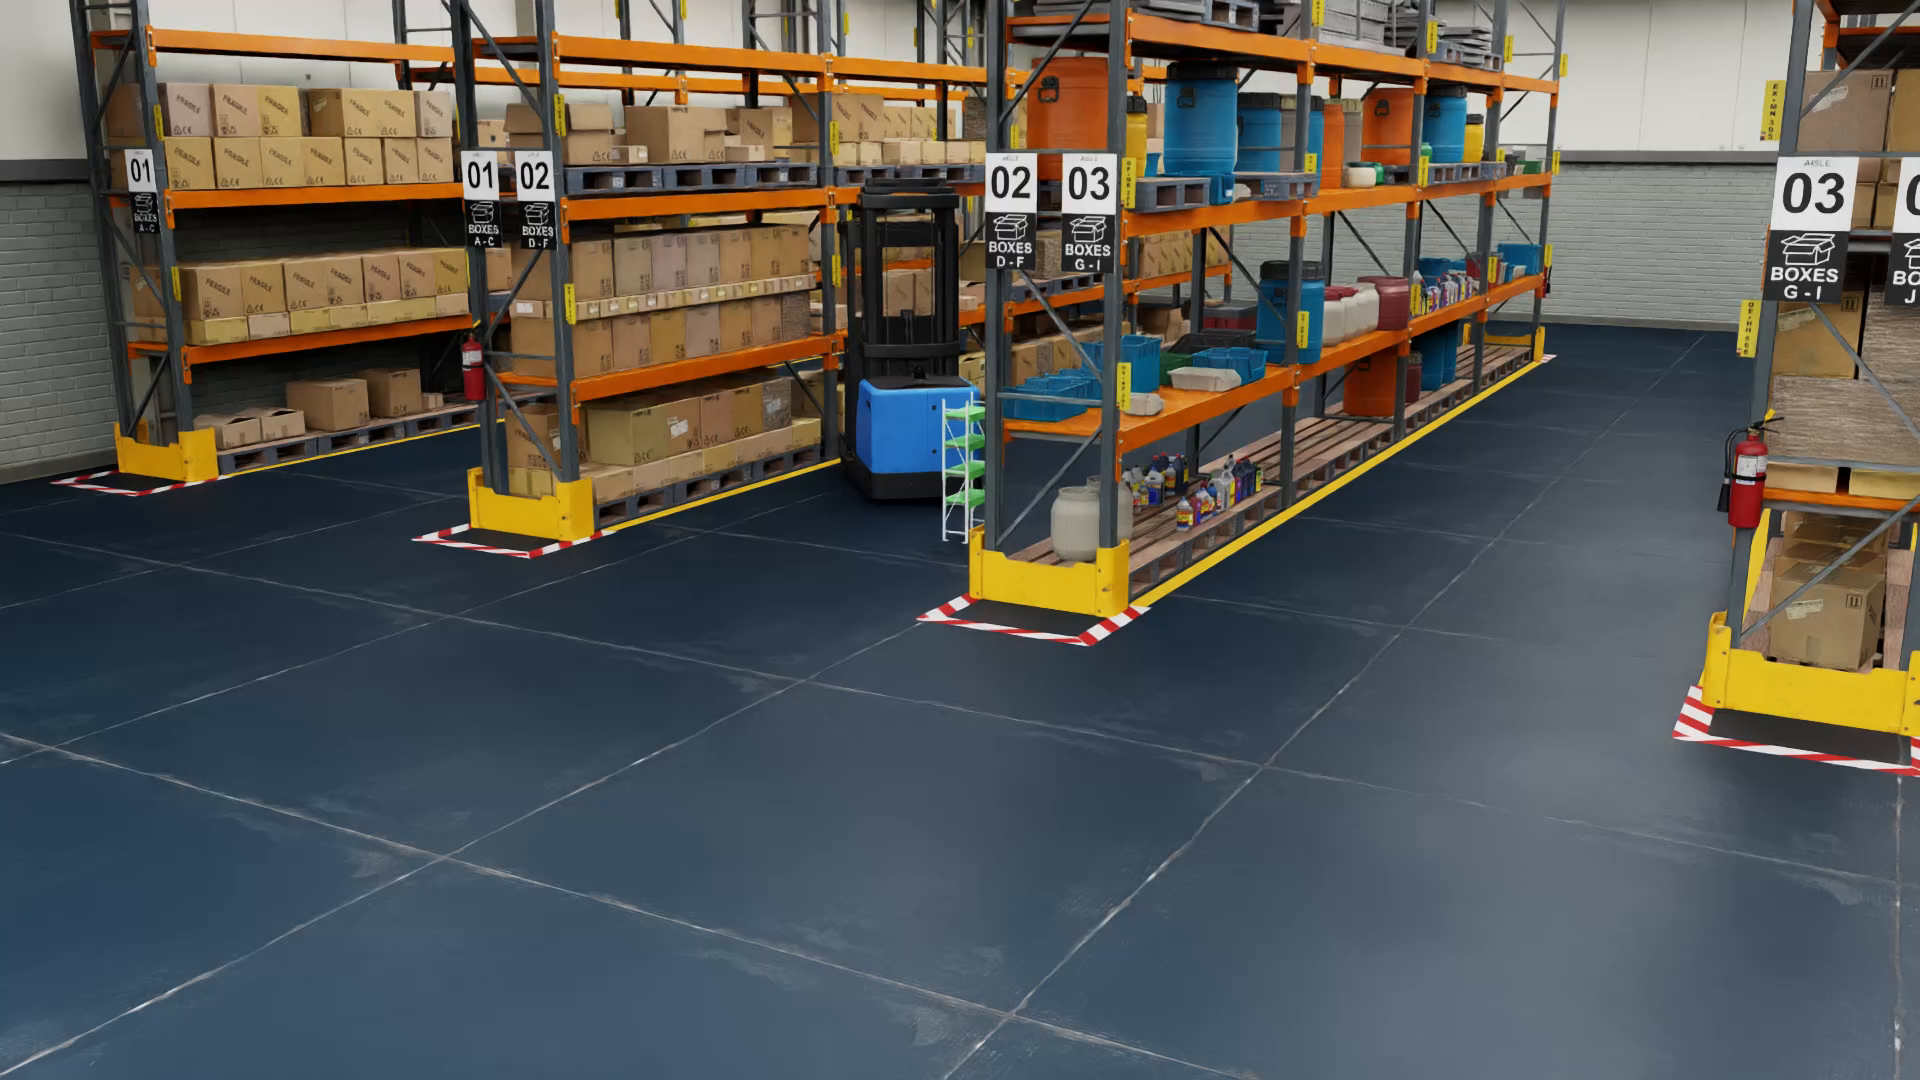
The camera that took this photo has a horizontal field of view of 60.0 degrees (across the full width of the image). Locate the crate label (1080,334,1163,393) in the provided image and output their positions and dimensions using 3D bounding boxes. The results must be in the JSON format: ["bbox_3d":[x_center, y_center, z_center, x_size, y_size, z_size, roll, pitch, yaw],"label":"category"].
[{"bbox_3d":[1.298,-1.411,13.410,0.502,0.435,0.616,7,15,28],"label":"crate label"}]

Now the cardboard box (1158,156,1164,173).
[{"bbox_3d":[2.809,-5.569,24.651,0.500,0.250,0.500,7,15,28],"label":"cardboard box"}]

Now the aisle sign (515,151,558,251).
[{"bbox_3d":[-3.452,-2.763,13.547,0.394,0.787,0.004,7,15,28],"label":"aisle sign"}]

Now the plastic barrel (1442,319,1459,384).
[{"bbox_3d":[6.169,-2.522,21.675,0.600,0.901,0.708,7,15,28],"label":"plastic barrel"}]

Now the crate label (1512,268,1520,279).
[{"bbox_3d":[7.878,-3.863,24.093,0.396,0.136,0.243,7,15,28],"label":"crate label"}]

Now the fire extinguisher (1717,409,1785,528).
[{"bbox_3d":[4.522,-0.415,9.521,0.296,0.674,0.183,7,15,28],"label":"fire extinguisher"}]

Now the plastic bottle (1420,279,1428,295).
[{"bbox_3d":[5.558,-2.961,20.022,0.144,0.351,0.185,7,15,28],"label":"plastic bottle"}]

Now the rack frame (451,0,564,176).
[{"bbox_3d":[-3.689,-4.464,13.349,1.000,3.000,0.127,7,15,28],"label":"rack frame"}]

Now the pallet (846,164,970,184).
[{"bbox_3d":[-0.609,-4.176,18.958,1.003,0.211,1.213,8,16,31],"label":"pallet"}]

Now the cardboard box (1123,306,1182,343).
[{"bbox_3d":[3.016,-3.396,26.106,0.797,0.503,0.637,7,15,28],"label":"cardboard box"}]

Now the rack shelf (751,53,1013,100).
[{"bbox_3d":[-0.788,-5.151,18.586,1.077,0.370,4.000,7,15,28],"label":"rack shelf"}]

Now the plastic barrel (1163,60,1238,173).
[{"bbox_3d":[2.004,-3.520,13.869,0.600,0.901,0.708,7,15,28],"label":"plastic barrel"}]

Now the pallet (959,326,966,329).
[{"bbox_3d":[-0.610,-3.862,29.602,1.003,0.211,1.213,7,15,28],"label":"pallet"}]

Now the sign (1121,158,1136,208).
[{"bbox_3d":[1.125,-2.385,11.106,0.100,0.325,0.005,7,15,28],"label":"sign"}]

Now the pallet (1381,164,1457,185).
[{"bbox_3d":[4.968,-4.139,18.804,1.003,0.211,1.213,7,15,28],"label":"pallet"}]

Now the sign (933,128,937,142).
[{"bbox_3d":[-0.295,-4.960,20.705,0.100,0.325,0.005,7,15,28],"label":"sign"}]

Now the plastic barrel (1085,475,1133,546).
[{"bbox_3d":[1.139,-0.227,12.986,0.421,0.512,0.421,0,14,0],"label":"plastic barrel"}]

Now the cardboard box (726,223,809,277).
[{"bbox_3d":[-1.964,-2.956,16.912,0.700,0.500,0.500,7,15,28],"label":"cardboard box"}]

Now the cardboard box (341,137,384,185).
[{"bbox_3d":[-6.611,-4.093,17.955,0.500,0.500,0.500,7,15,26],"label":"cardboard box"}]

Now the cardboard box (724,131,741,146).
[{"bbox_3d":[-2.490,-3.871,16.285,0.500,0.311,0.500,6,15,25],"label":"cardboard box"}]

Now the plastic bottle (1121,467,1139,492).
[{"bbox_3d":[1.439,-0.449,14.211,0.144,0.351,0.185,8,16,30],"label":"plastic bottle"}]

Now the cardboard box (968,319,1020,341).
[{"bbox_3d":[0.449,-2.782,21.970,0.500,0.250,0.500,8,16,30],"label":"cardboard box"}]

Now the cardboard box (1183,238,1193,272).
[{"bbox_3d":[3.330,-4.444,25.853,0.500,0.500,0.500,7,15,27],"label":"cardboard box"}]

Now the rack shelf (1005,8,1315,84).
[{"bbox_3d":[1.612,-3.768,12.851,1.077,0.370,4.000,7,15,28],"label":"rack shelf"}]

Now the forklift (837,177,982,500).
[{"bbox_3d":[-0.605,-2.096,16.474,1.130,2.935,3.031,-3,14,-12],"label":"forklift"}]

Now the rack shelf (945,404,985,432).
[{"bbox_3d":[0.080,-1.022,13.936,0.258,0.148,0.480,7,15,28],"label":"rack shelf"}]

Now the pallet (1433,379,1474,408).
[{"bbox_3d":[6.037,-1.938,21.623,1.003,0.211,1.213,7,15,28],"label":"pallet"}]

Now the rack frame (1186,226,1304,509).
[{"bbox_3d":[2.579,-1.806,15.125,1.000,3.000,0.127,7,15,28],"label":"rack frame"}]

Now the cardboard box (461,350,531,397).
[{"bbox_3d":[-5.752,-2.080,20.656,0.700,0.500,0.500,8,16,30],"label":"cardboard box"}]

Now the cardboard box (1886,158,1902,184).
[{"bbox_3d":[5.317,-2.034,9.138,0.380,0.149,0.250,7,15,28],"label":"cardboard box"}]

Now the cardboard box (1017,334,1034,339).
[{"bbox_3d":[0.676,-2.512,22.448,0.500,0.500,0.500,7,15,26],"label":"cardboard box"}]

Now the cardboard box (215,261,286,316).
[{"bbox_3d":[-7.285,-2.573,16.985,0.500,0.500,0.500,7,15,28],"label":"cardboard box"}]

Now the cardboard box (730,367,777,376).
[{"bbox_3d":[-2.253,-1.540,17.394,0.500,0.500,0.500,7,15,28],"label":"cardboard box"}]

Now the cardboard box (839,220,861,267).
[{"bbox_3d":[-1.949,-4.825,27.008,0.980,0.700,0.700,8,16,29],"label":"cardboard box"}]

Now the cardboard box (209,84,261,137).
[{"bbox_3d":[-7.341,-4.259,16.511,0.500,0.500,0.500,7,15,27],"label":"cardboard box"}]

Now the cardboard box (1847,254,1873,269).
[{"bbox_3d":[6.475,-1.861,12.370,0.500,0.500,0.500,7,15,28],"label":"cardboard box"}]

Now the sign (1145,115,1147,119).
[{"bbox_3d":[2.600,-5.848,23.548,0.100,0.325,0.005,7,15,28],"label":"sign"}]

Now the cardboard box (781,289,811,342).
[{"bbox_3d":[-1.964,-2.325,17.064,0.700,0.500,0.500,7,15,27],"label":"cardboard box"}]

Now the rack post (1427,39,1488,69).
[{"bbox_3d":[5.579,-5.691,19.506,0.937,0.300,0.954,9,16,34],"label":"rack post"}]

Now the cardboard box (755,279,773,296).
[{"bbox_3d":[-2.071,-2.493,16.379,0.380,0.149,0.250,7,15,28],"label":"cardboard box"}]

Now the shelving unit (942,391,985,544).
[{"bbox_3d":[0.080,-0.617,14.034,0.258,1.200,0.503,7,15,28],"label":"shelving unit"}]

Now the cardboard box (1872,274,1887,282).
[{"bbox_3d":[5.974,-1.390,10.418,0.500,0.500,0.500,7,15,28],"label":"cardboard box"}]

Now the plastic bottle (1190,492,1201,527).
[{"bbox_3d":[1.920,-0.260,13.568,0.061,0.283,0.133,8,16,29],"label":"plastic bottle"}]

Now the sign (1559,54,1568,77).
[{"bbox_3d":[8.870,-6.969,24.427,0.100,0.325,0.005,7,15,28],"label":"sign"}]

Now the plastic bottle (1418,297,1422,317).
[{"bbox_3d":[5.229,-2.714,19.154,0.152,0.276,0.135,7,15,28],"label":"plastic bottle"}]

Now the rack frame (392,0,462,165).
[{"bbox_3d":[-6.093,-5.845,19.078,1.000,3.000,0.127,7,15,28],"label":"rack frame"}]

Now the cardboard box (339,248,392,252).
[{"bbox_3d":[-6.757,-3.051,18.968,0.500,0.500,0.500,7,15,28],"label":"cardboard box"}]

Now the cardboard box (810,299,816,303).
[{"bbox_3d":[-1.491,-2.504,18.306,0.396,0.266,0.258,7,15,27],"label":"cardboard box"}]

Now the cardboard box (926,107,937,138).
[{"bbox_3d":[-0.659,-7.111,28.338,0.500,0.500,0.500,8,16,30],"label":"cardboard box"}]

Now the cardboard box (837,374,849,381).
[{"bbox_3d":[-1.091,-1.667,18.321,0.500,0.311,0.500,7,15,27],"label":"cardboard box"}]

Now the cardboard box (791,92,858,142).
[{"bbox_3d":[-1.422,-4.444,17.491,0.500,0.500,0.500,8,15,29],"label":"cardboard box"}]

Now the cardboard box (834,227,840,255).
[{"bbox_3d":[-2.228,-4.650,26.029,0.500,0.500,0.500,7,15,27],"label":"cardboard box"}]

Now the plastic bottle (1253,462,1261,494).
[{"bbox_3d":[2.635,-0.563,14.827,0.061,0.283,0.133,8,16,31],"label":"plastic bottle"}]

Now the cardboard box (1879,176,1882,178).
[{"bbox_3d":[5.972,-2.357,11.330,0.500,0.250,0.500,7,15,26],"label":"cardboard box"}]

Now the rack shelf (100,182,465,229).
[{"bbox_3d":[-7.060,-3.627,17.812,1.077,0.370,4.000,7,15,28],"label":"rack shelf"}]

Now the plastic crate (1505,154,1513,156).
[{"bbox_3d":[7.950,-5.615,24.804,0.497,0.269,0.590,7,15,28],"label":"plastic crate"}]

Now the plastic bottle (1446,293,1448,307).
[{"bbox_3d":[5.909,-2.953,20.305,0.097,0.201,0.097,0,14,0],"label":"plastic bottle"}]
